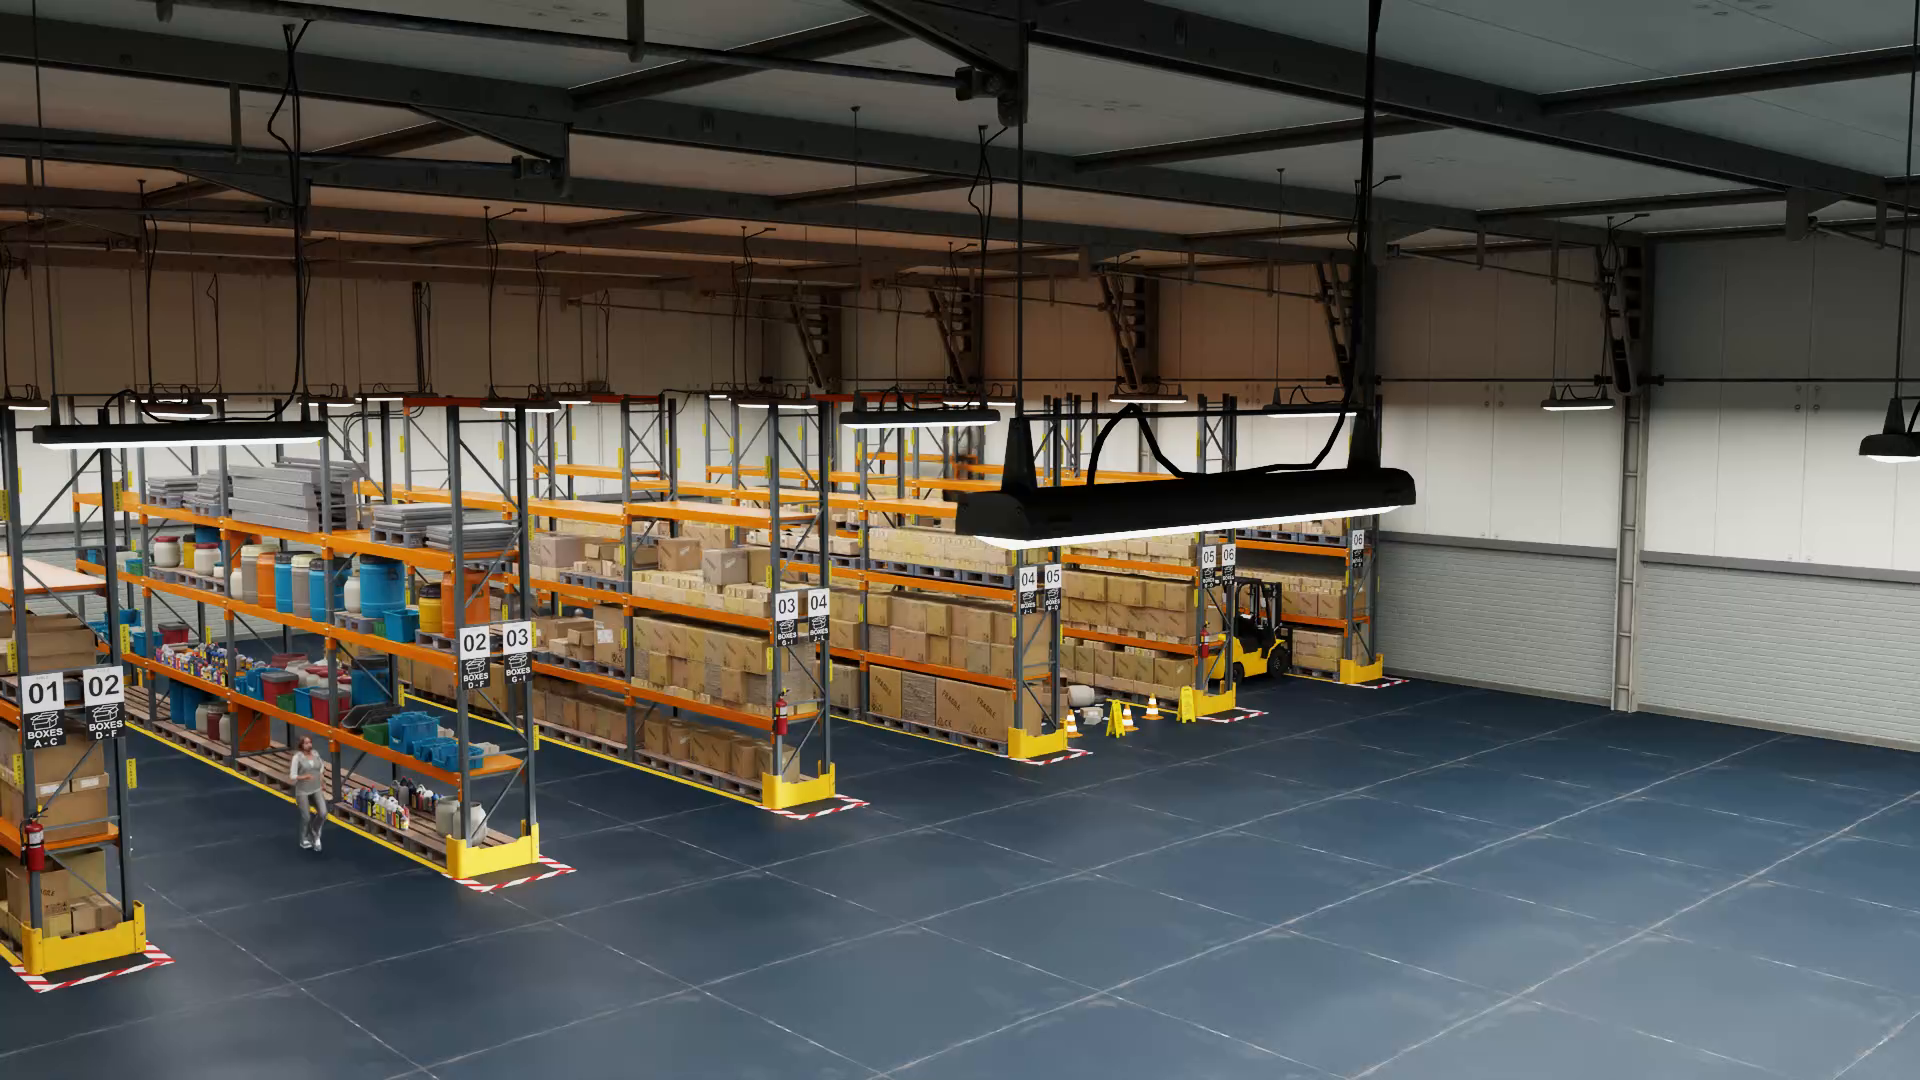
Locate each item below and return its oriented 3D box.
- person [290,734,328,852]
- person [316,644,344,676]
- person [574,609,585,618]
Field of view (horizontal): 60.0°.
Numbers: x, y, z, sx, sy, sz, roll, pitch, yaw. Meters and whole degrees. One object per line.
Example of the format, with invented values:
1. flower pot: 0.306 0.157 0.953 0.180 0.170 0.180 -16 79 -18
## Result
1. person: -8.676 3.393 22.222 0.515 1.599 0.620 -5 7 -42
2. person: -11.238 2.652 29.680 0.554 1.659 0.616 5 7 41
3. person: -7.774 2.222 34.074 0.575 1.633 0.587 5 7 41
